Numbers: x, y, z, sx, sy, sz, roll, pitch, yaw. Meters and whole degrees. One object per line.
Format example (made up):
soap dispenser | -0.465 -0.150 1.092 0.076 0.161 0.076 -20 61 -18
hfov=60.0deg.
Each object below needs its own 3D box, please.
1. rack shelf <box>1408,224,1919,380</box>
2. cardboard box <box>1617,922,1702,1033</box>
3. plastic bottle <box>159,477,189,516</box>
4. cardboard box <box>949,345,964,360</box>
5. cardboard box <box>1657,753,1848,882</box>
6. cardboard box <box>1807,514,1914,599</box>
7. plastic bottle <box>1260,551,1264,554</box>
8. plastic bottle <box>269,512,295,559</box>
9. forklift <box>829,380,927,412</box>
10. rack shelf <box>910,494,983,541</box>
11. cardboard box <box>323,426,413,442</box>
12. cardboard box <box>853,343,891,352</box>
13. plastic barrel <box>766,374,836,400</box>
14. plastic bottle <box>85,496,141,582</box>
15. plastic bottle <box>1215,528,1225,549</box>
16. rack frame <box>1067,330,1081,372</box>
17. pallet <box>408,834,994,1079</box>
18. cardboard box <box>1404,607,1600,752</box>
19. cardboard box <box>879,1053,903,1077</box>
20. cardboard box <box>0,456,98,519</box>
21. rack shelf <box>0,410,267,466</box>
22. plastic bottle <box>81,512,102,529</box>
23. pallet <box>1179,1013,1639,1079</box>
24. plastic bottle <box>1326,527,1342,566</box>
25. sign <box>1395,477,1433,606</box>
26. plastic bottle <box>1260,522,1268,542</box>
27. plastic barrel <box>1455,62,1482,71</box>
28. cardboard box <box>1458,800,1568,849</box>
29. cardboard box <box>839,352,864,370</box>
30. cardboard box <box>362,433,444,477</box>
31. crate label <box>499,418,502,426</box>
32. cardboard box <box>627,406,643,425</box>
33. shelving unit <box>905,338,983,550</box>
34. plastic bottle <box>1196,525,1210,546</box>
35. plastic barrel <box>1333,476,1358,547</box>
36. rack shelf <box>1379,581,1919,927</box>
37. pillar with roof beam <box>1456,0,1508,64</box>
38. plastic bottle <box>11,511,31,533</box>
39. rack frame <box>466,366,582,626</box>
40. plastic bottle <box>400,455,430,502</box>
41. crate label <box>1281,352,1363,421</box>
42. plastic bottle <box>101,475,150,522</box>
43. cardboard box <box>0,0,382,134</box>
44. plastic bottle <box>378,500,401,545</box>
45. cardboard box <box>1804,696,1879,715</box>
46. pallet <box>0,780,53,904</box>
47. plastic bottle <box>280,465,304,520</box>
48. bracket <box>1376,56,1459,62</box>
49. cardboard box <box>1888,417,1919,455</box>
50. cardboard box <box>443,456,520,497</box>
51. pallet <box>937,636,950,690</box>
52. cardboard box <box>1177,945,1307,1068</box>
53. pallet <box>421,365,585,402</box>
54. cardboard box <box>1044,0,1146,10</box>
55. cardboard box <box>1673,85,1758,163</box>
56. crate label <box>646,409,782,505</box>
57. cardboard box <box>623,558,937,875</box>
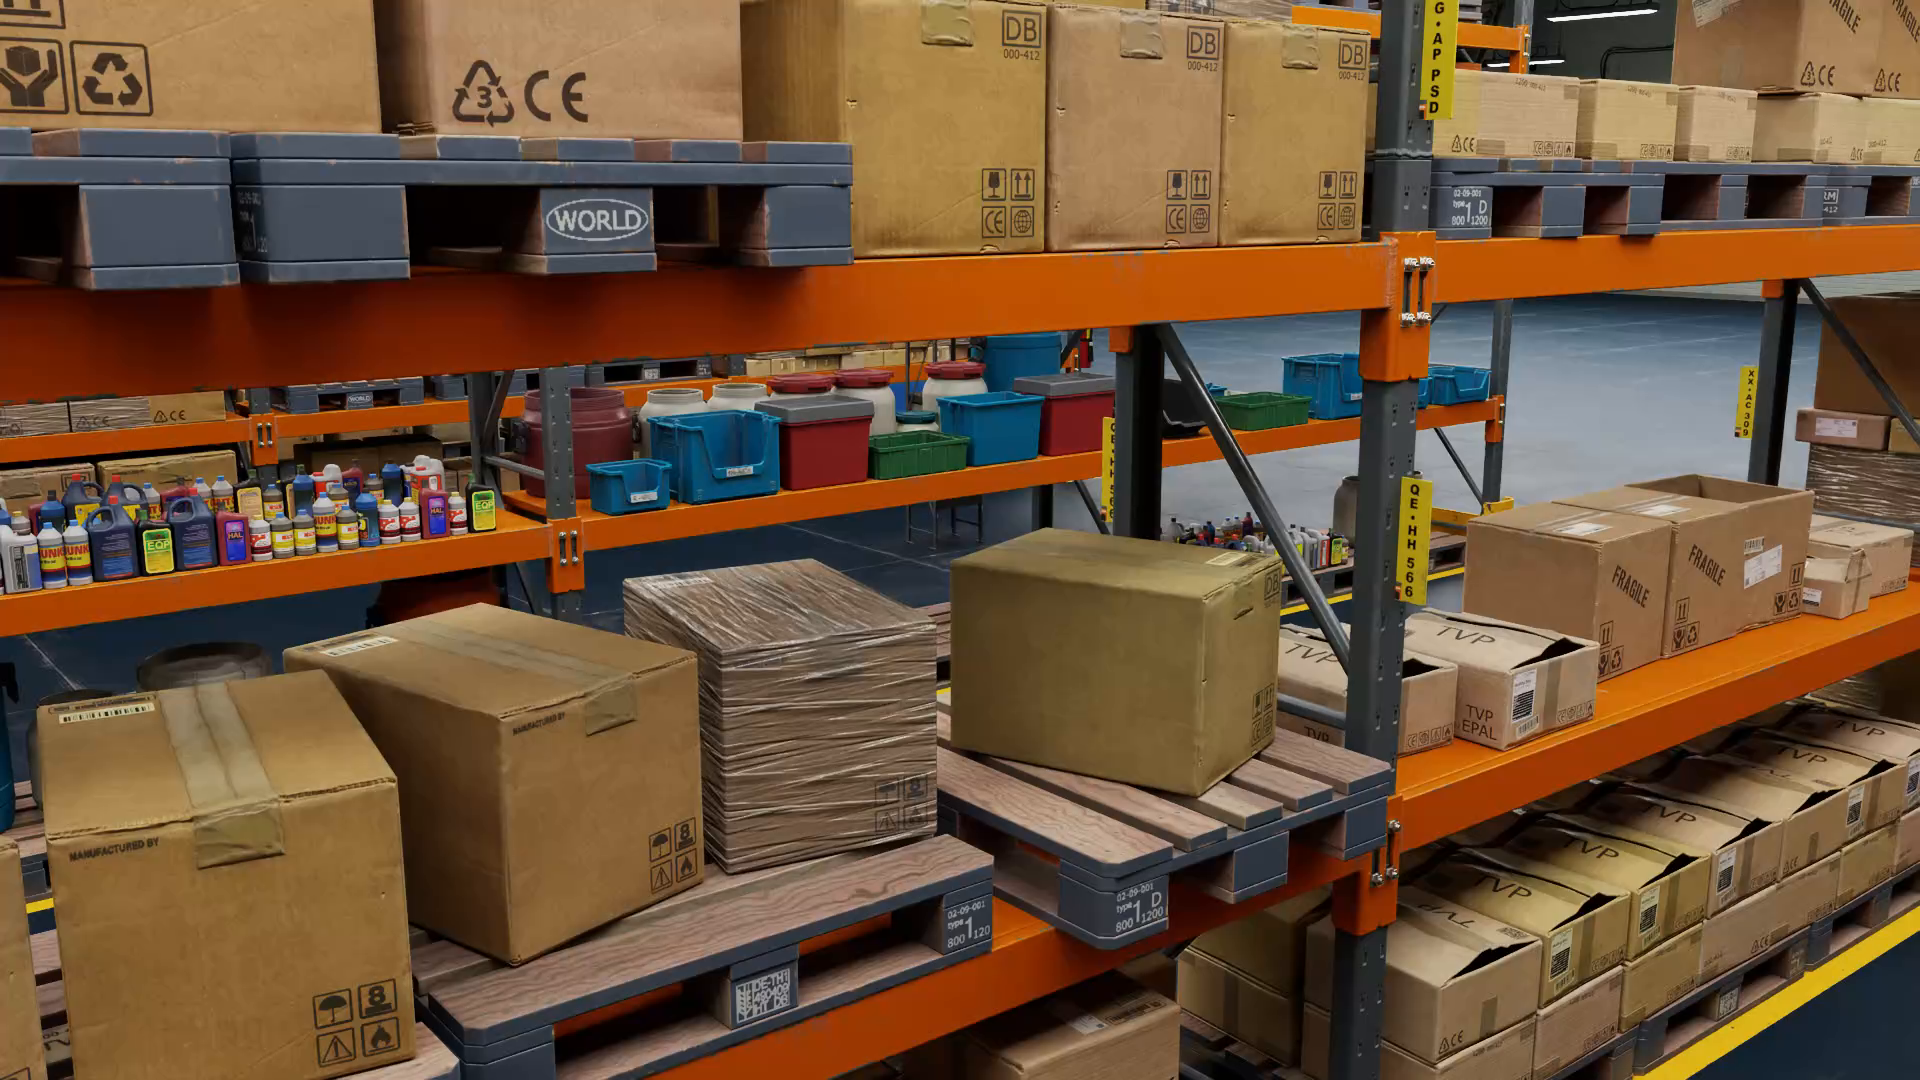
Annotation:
rack shelf | 2.384 -0.931 5.800 4.000 0.370 1.077 -9 15 -38
cardboard box | 2.209 1.430 5.783 0.500 0.250 0.500 -10 16 -39
plastic bottle | -3.740 -0.156 7.924 0.133 0.283 0.061 -9 15 -38
cardboard box | -0.176 -1.843 16.190 0.250 0.149 0.380 -9 15 -38
cardboard box | 3.015 1.022 6.350 0.500 0.311 0.500 -9 15 -38
cardboard box | 3.589 0.070 6.940 0.500 0.250 0.500 -8 15 -34
plastic bottle | 2.127 0.180 11.737 0.097 0.201 0.097 0 12 0
plastic bottle | -3.056 -0.023 7.494 0.097 0.201 0.097 0 12 0
forklift | -1.605 -2.395 18.354 3.031 2.935 1.130 -8 15 -34
rack shelf | -0.129 -0.308 13.958 0.480 0.518 0.431 -9 15 -38
cardboard box | -6.444 -1.385 17.834 0.750 0.750 1.050 -9 15 -38
cardboard box | -1.110 -2.065 15.676 0.500 0.500 0.875 -9 15 -38
plastic barrel | -0.940 -0.705 9.901 0.433 0.535 0.433 0 12 0
plastic bottle | -3.610 -0.010 7.074 0.185 0.351 0.144 -9 15 -38
plastic bottle | 1.944 0.011 12.533 0.097 0.201 0.097 0 12 0
rack frame | 0.884 -2.201 17.272 0.127 3.000 1.000 -9 15 -38
pallet | -0.693 0.791 3.643 1.213 0.211 1.003 -9 15 -38
cardboard box | 1.642 0.403 5.223 0.500 0.311 0.500 -10 15 -38
cardboard box | -0.117 1.533 4.645 0.500 0.500 0.500 -10 16 -40
cardboard box | -6.616 -0.128 11.616 0.875 0.875 1.225 -9 15 -37
rack shelf | -6.925 -0.551 11.236 4.000 0.370 1.077 -9 15 -38
plastic bottle | -3.719 0.015 7.148 0.097 0.271 0.097 0 12 0
pallet | 1.490 1.708 5.578 1.213 0.211 1.003 -9 15 -38
plastic bottle | 2.738 0.043 12.183 0.133 0.283 0.061 -9 15 -36
sign | 1.169 0.003 4.294 0.005 0.325 0.100 -9 15 -38
plastic bottle | 2.367 -0.094 12.857 0.097 0.271 0.097 0 12 0
plastic barrel | 3.678 -3.197 12.695 0.708 0.830 0.600 -9 15 -38
cardboard box | 1.875 1.068 6.136 0.500 0.311 0.500 -10 15 -38
cardboard box | -1.093 -1.665 15.354 0.250 0.149 0.380 -9 15 -38
cardboard box | -4.451 -0.684 13.284 0.500 0.250 0.500 -7 14 -31
crate label | -5.738 -1.446 20.608 0.298 0.136 0.250 2 12 11
cardboard box | -4.023 -1.853 19.740 0.875 0.875 0.875 -9 15 -37
shelving unit | -0.129 -1.006 13.810 0.503 2.100 0.431 -9 15 -38
plastic bottle | 1.776 0.035 12.225 0.133 0.283 0.061 -9 15 -38
plastic barrel | 3.120 -0.223 12.937 0.421 0.512 0.421 0 12 0
rack shelf | 2.384 0.537 6.112 4.000 0.370 1.077 -9 15 -38
pillar with roof beam | 16.597 -10.798 43.315 0.548 9.000 9.100 -9 15 -38
plastic bottle | -4.248 -0.027 7.512 0.097 0.201 0.097 0 12 0
rack frame | -2.269 -0.360 8.601 0.127 3.000 1.000 -9 15 -38
plastic bottle | -2.809 -0.295 8.596 0.135 0.276 0.152 -9 15 -38
crate label | 2.710 -1.132 12.154 0.616 0.435 0.502 -9 15 -38
plastic bottle | -3.819 -0.124 7.612 0.185 0.351 0.144 -9 15 -38
cardboard box | -1.354 -0.951 2.672 0.600 0.600 0.600 -10 15 -38
plastic bottle | -2.676 -0.086 7.791 0.097 0.201 0.097 0 12 0
cardboard box | 4.171 0.969 7.951 0.500 0.250 0.500 -9 15 -38
pallet | -3.811 1.271 7.635 1.213 0.211 1.003 -9 15 -38
plastic bottle | -3.303 -0.229 8.265 0.133 0.283 0.061 -9 15 -38
bracket | 11.794 -12.811 44.130 4.783 0.066 0.076 -9 15 -38
cardboard box | 4.277 -0.444 7.198 0.250 0.149 0.380 -9 15 -38
cardboard box | -3.989 -0.394 13.723 0.500 0.500 0.700 -8 14 -33
pallet | -0.688 0.753 10.075 1.213 0.211 1.003 -9 15 -38
cardboard box | 1.081 1.476 5.565 0.500 0.250 0.500 -9 15 -36
pallet | -3.843 -1.333 13.645 1.213 0.211 1.003 -9 15 -38
cardboard box | 0.080 -1.439 3.816 0.500 0.500 0.500 -9 15 -38
cardboard box | 2.415 -1.436 5.798 0.500 0.250 0.500 -11 16 -42
crate label | -1.324 -0.462 8.997 0.616 0.435 0.502 -9 15 -38
cardboard box | -0.432 0.378 3.877 0.500 0.500 0.700 -6 13 -27
